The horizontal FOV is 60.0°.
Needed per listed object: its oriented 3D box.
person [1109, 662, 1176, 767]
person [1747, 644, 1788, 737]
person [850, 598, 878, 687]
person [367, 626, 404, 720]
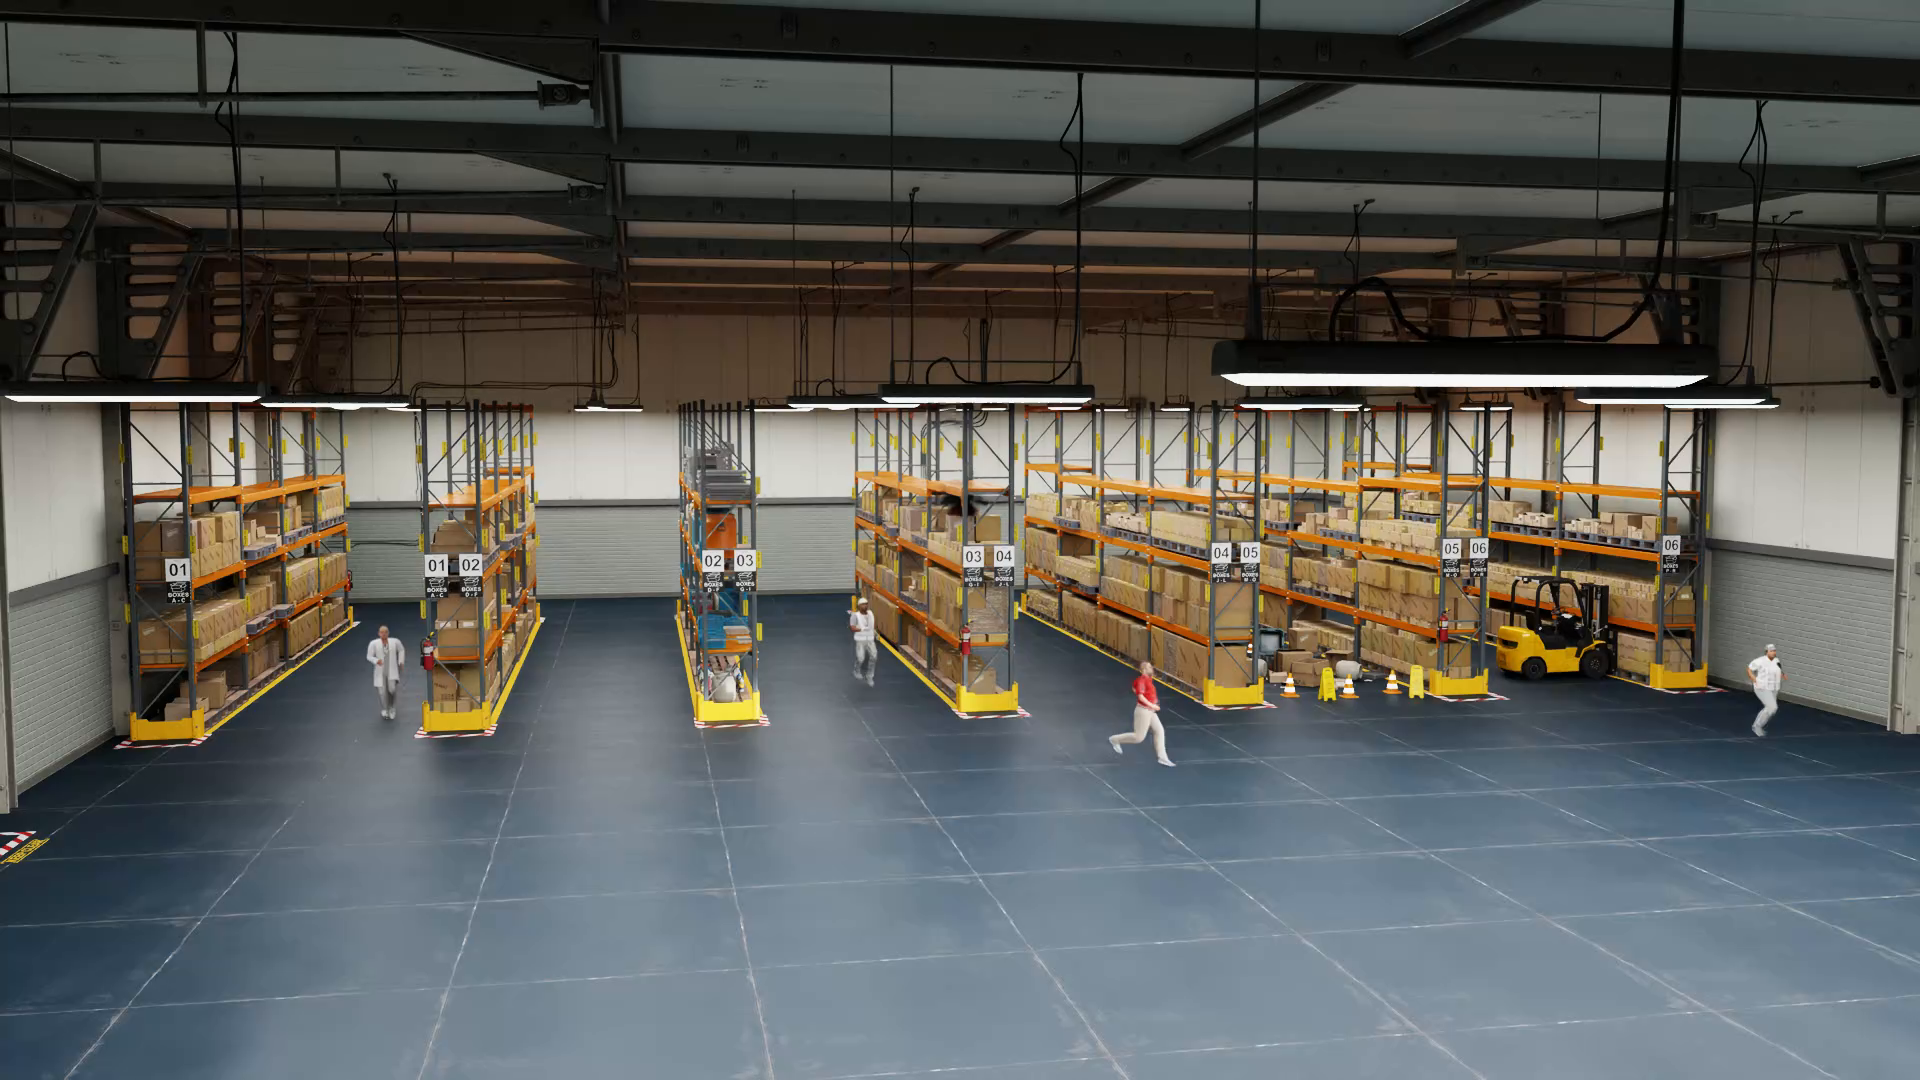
[{"bbox_3d":[2.986,2.853,27.142,1.094,1.723,0.625,1,5,19],"label":"person"},{"bbox_3d":[14.384,2.679,29.560,0.579,1.669,0.651,-2,5,-21],"label":"person"},{"bbox_3d":[-1.949,2.095,34.128,0.656,1.823,0.727,-2,5,-25],"label":"person"},{"bbox_3d":[-10.758,2.492,31.166,0.672,1.771,0.811,-1,5,-18],"label":"person"}]
